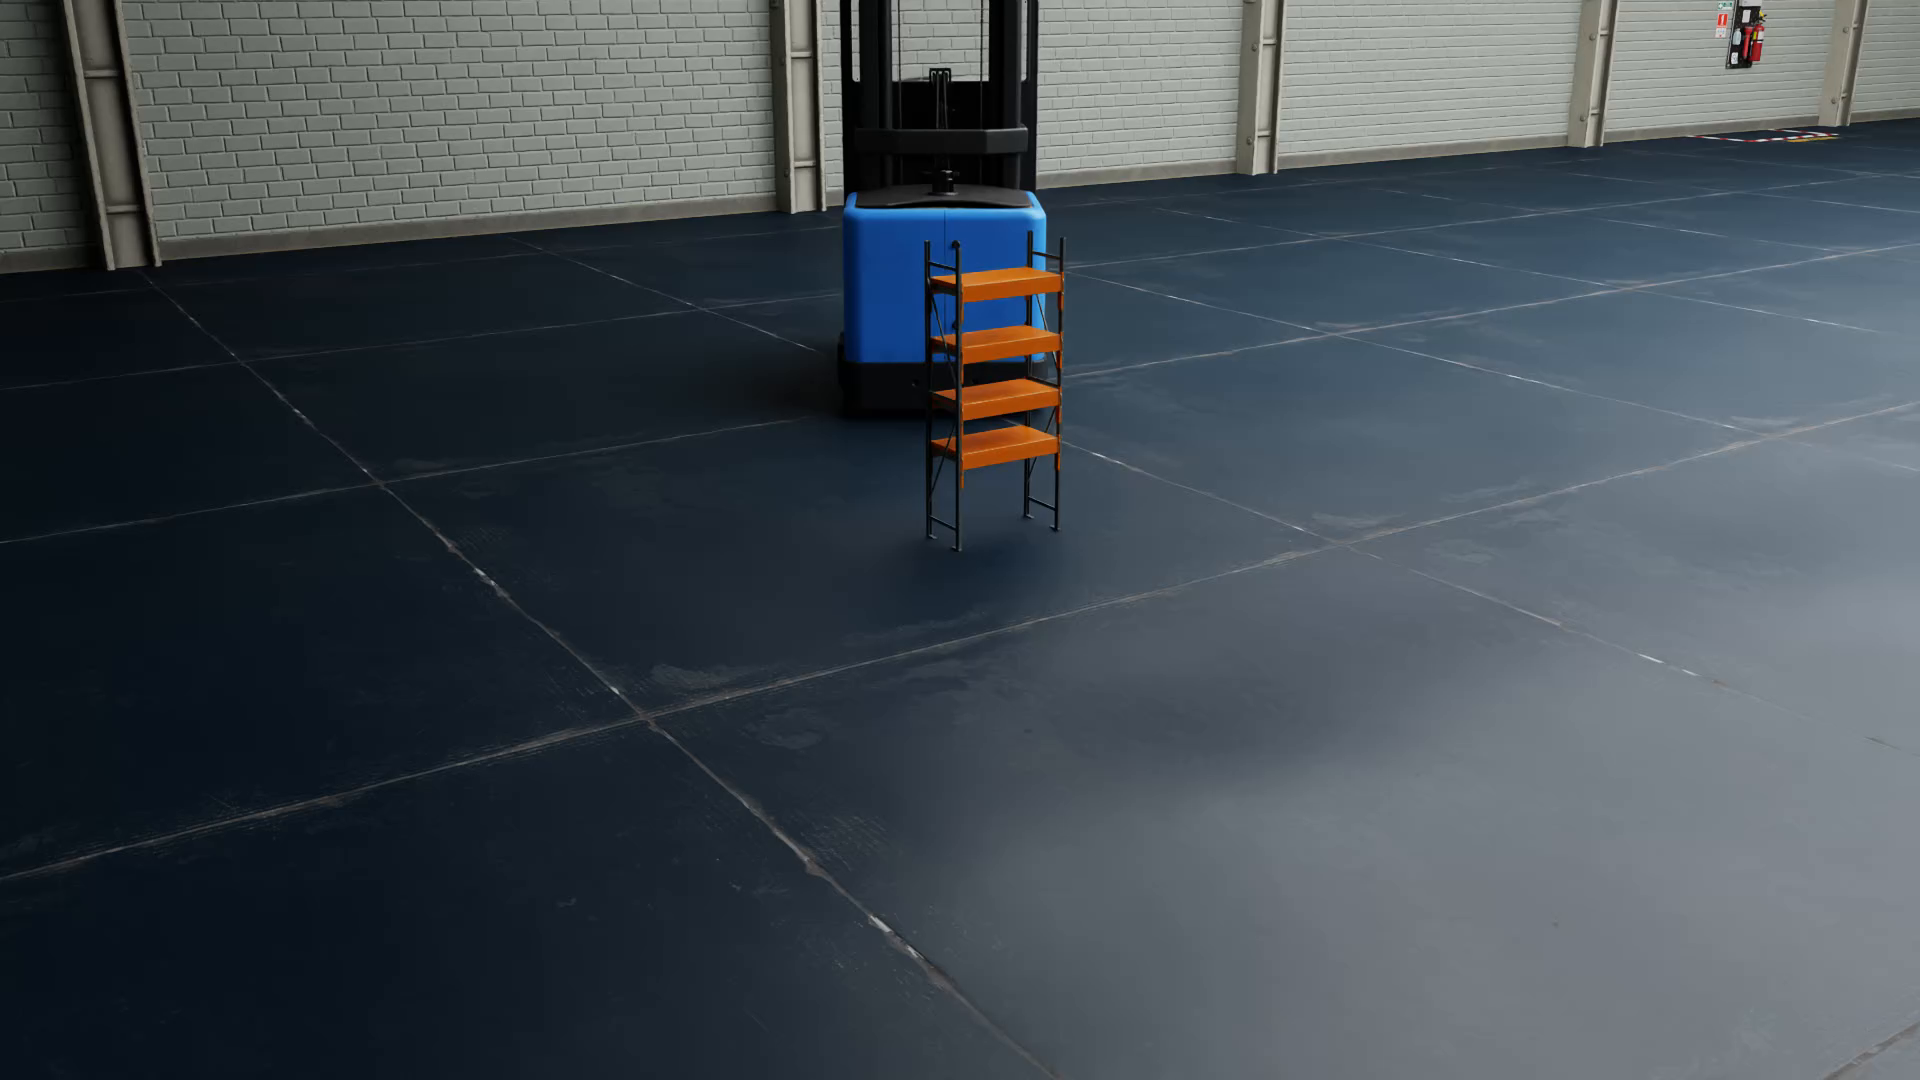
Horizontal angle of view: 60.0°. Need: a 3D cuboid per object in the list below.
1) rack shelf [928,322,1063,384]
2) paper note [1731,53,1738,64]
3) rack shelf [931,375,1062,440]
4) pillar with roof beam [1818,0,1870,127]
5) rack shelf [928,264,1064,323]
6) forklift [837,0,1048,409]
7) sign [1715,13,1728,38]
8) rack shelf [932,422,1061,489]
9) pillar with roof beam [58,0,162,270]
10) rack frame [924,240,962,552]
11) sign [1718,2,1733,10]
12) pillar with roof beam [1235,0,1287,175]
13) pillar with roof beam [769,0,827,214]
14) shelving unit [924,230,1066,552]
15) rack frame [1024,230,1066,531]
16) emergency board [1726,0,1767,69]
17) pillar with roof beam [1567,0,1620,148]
[{"bbox_3d":[0.138,-0.746,6.589,0.480,0.148,0.258,-12,22,-31],"label":"rack shelf"},{"bbox_3d":[11.208,-6.970,24.052,0.142,0.148,0.016,-12,22,-31],"label":"paper note"},{"bbox_3d":[0.138,-0.534,6.660,0.480,0.148,0.258,-12,22,-31],"label":"rack shelf"},{"bbox_3d":[15.846,-9.515,20.839,0.400,9.000,9.100,-12,22,-31],"label":"pillar with roof beam"},{"bbox_3d":[0.138,-0.970,6.513,0.480,0.148,0.258,-12,22,-31],"label":"rack shelf"},{"bbox_3d":[-0.122,-2.476,9.492,1.130,2.935,3.031,-1,19,-2],"label":"forklift"},{"bbox_3d":[10.875,-7.347,23.737,0.234,0.329,0.001,-12,22,-31],"label":"sign"},{"bbox_3d":[0.138,-0.346,6.724,0.480,0.148,0.258,-12,22,-31],"label":"rack shelf"},{"bbox_3d":[-4.198,-5.288,8.335,0.400,9.000,9.100,-12,22,-31],"label":"pillar with roof beam"},{"bbox_3d":[-0.066,-0.555,6.512,0.015,1.200,0.240,-12,22,-31],"label":"rack frame"},{"bbox_3d":[10.884,-7.596,23.647,0.331,0.109,0.001,-12,22,-31],"label":"sign"},{"bbox_3d":[5.824,-7.401,14.587,0.400,9.000,9.100,-12,22,-31],"label":"pillar with roof beam"},{"bbox_3d":[0.813,-6.345,11.461,0.400,9.000,9.100,-12,22,-31],"label":"pillar with roof beam"},{"bbox_3d":[0.138,-0.598,6.639,0.503,1.200,0.258,-12,22,-31],"label":"shelving unit"},{"bbox_3d":[0.342,-0.641,6.766,0.015,1.200,0.240,-12,22,-31],"label":"rack frame"},{"bbox_3d":[11.393,-7.400,23.949,0.643,1.169,0.194,-12,22,-31],"label":"emergency board"},{"bbox_3d":[10.835,-8.458,17.713,0.400,9.000,9.100,-12,22,-31],"label":"pillar with roof beam"}]
